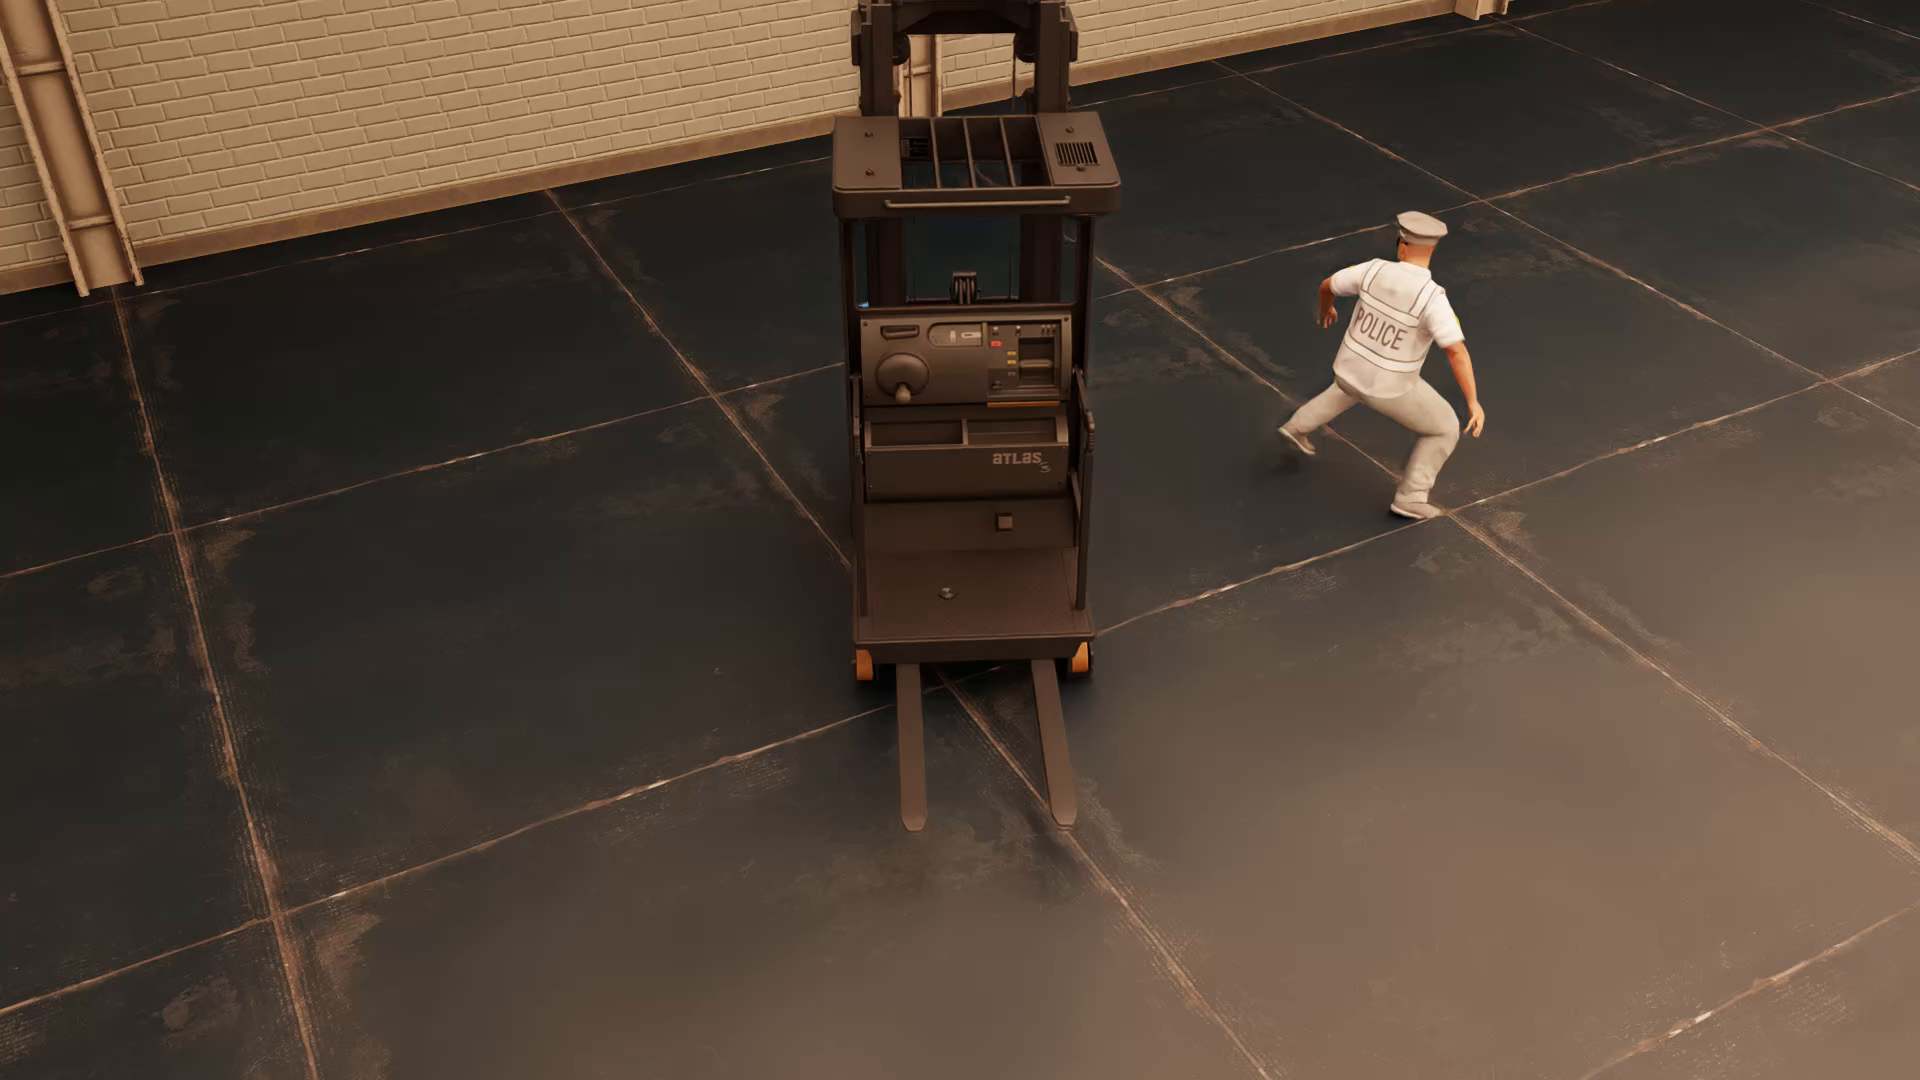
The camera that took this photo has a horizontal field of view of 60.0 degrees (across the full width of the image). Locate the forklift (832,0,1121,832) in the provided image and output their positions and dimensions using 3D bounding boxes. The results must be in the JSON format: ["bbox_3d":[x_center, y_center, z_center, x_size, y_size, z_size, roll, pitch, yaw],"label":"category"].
[{"bbox_3d":[0.042,-0.736,7.165,1.130,2.935,3.031,-2,35,-2],"label":"forklift"}]

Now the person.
[{"bbox_3d":[2.239,-0.868,8.559,0.508,1.643,1.141,-24,42,-30],"label":"person"}]
